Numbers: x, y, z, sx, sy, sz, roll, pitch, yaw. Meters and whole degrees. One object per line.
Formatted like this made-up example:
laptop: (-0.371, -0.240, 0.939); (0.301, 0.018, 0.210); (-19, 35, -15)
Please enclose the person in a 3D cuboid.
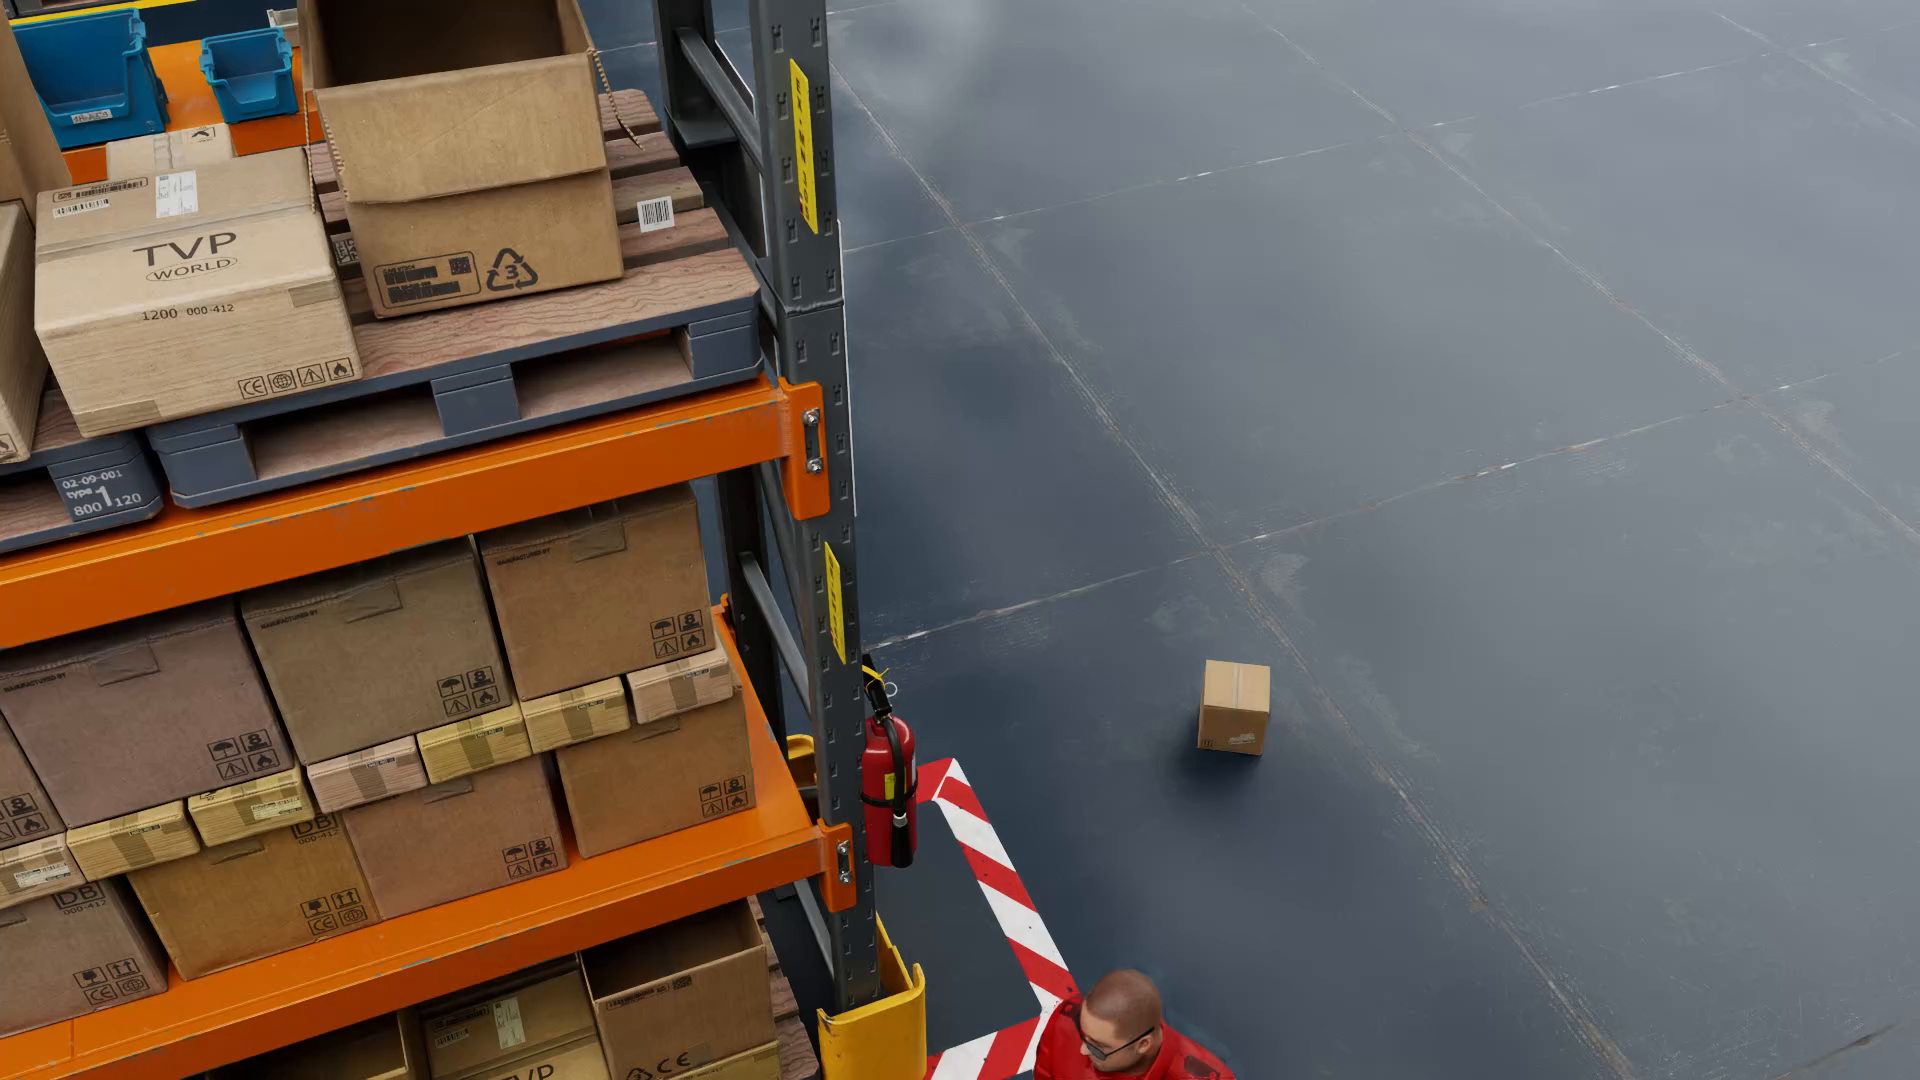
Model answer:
person: (0.381, 1.702, 4.239); (0.589, 1.689, 0.901); (27, 48, 27)
